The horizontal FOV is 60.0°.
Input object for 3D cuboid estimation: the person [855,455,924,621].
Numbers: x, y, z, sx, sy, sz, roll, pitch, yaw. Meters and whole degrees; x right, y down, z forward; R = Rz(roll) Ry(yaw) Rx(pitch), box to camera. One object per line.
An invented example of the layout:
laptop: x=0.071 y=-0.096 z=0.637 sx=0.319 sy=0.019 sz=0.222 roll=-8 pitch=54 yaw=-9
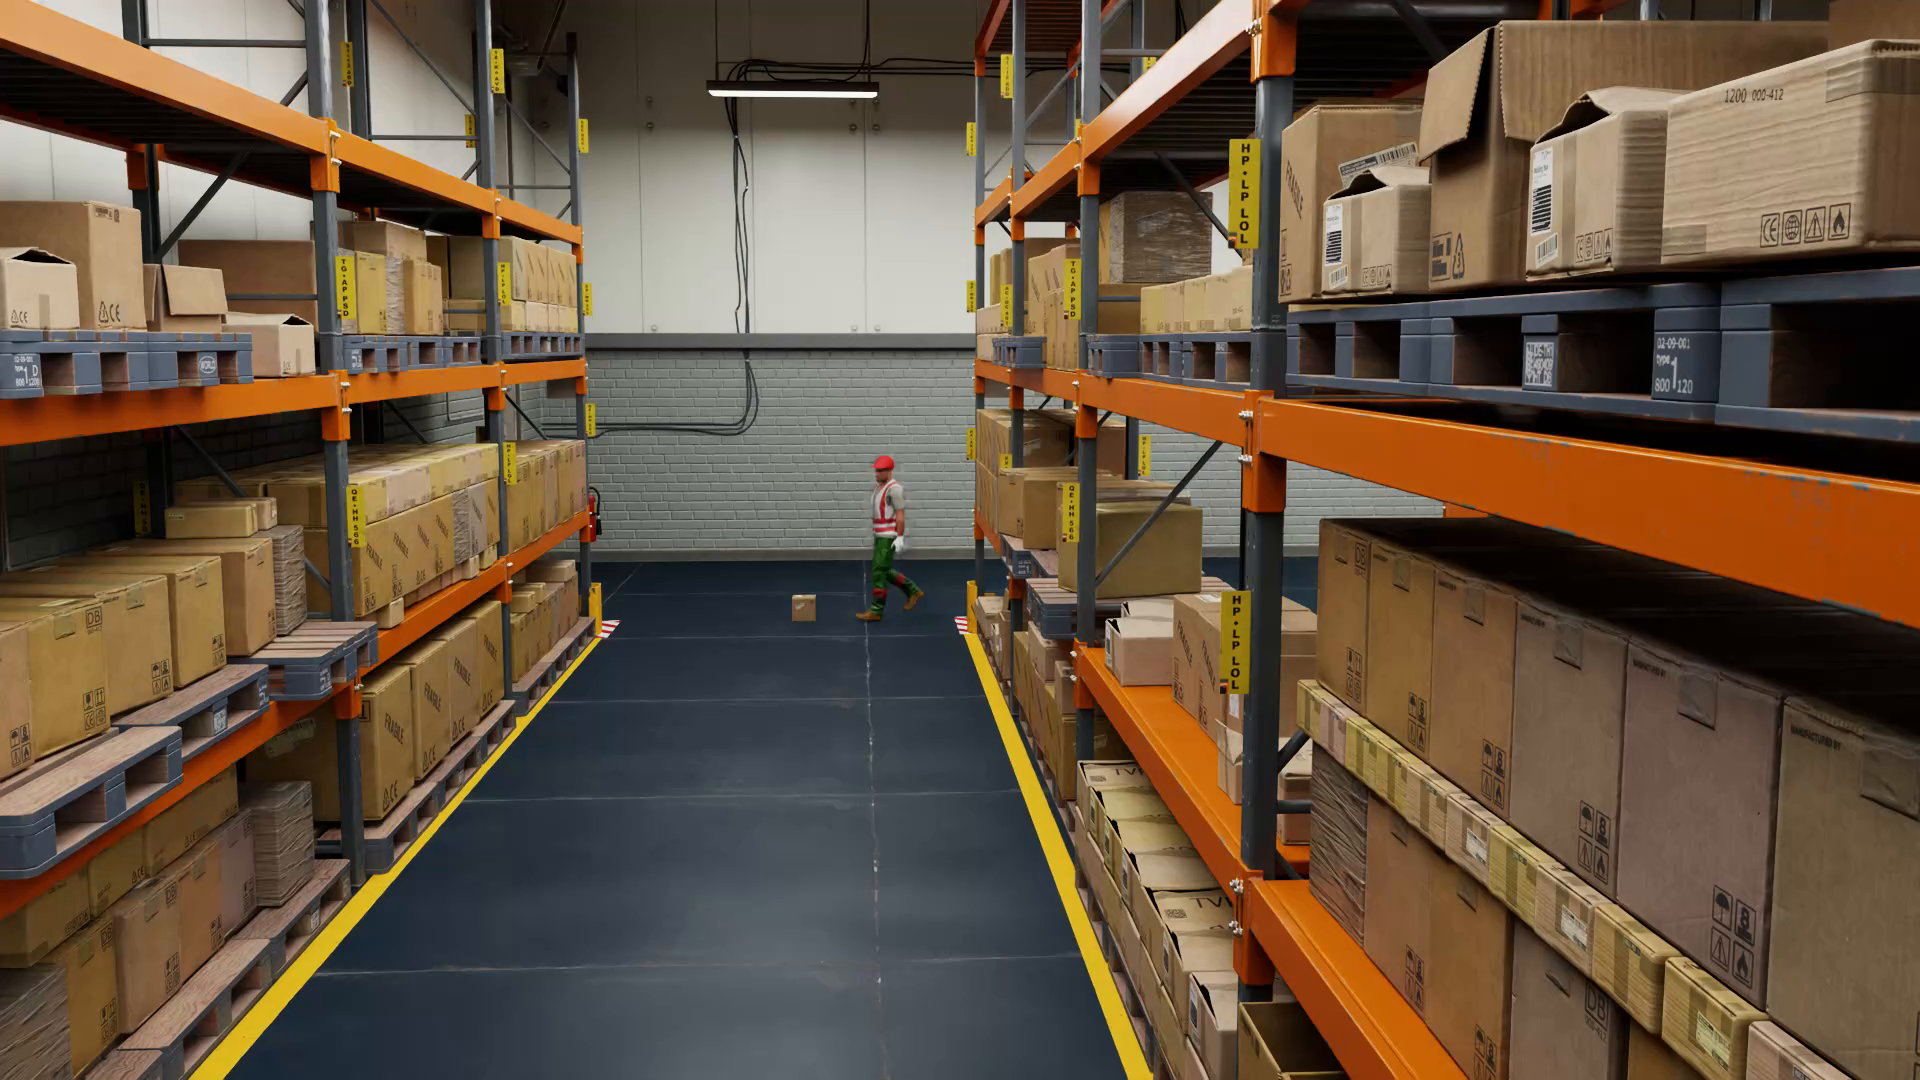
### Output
person: x=-0.761 y=-0.031 z=17.929 sx=0.835 sy=1.777 sz=0.581 roll=-3 pitch=7 yaw=-20
